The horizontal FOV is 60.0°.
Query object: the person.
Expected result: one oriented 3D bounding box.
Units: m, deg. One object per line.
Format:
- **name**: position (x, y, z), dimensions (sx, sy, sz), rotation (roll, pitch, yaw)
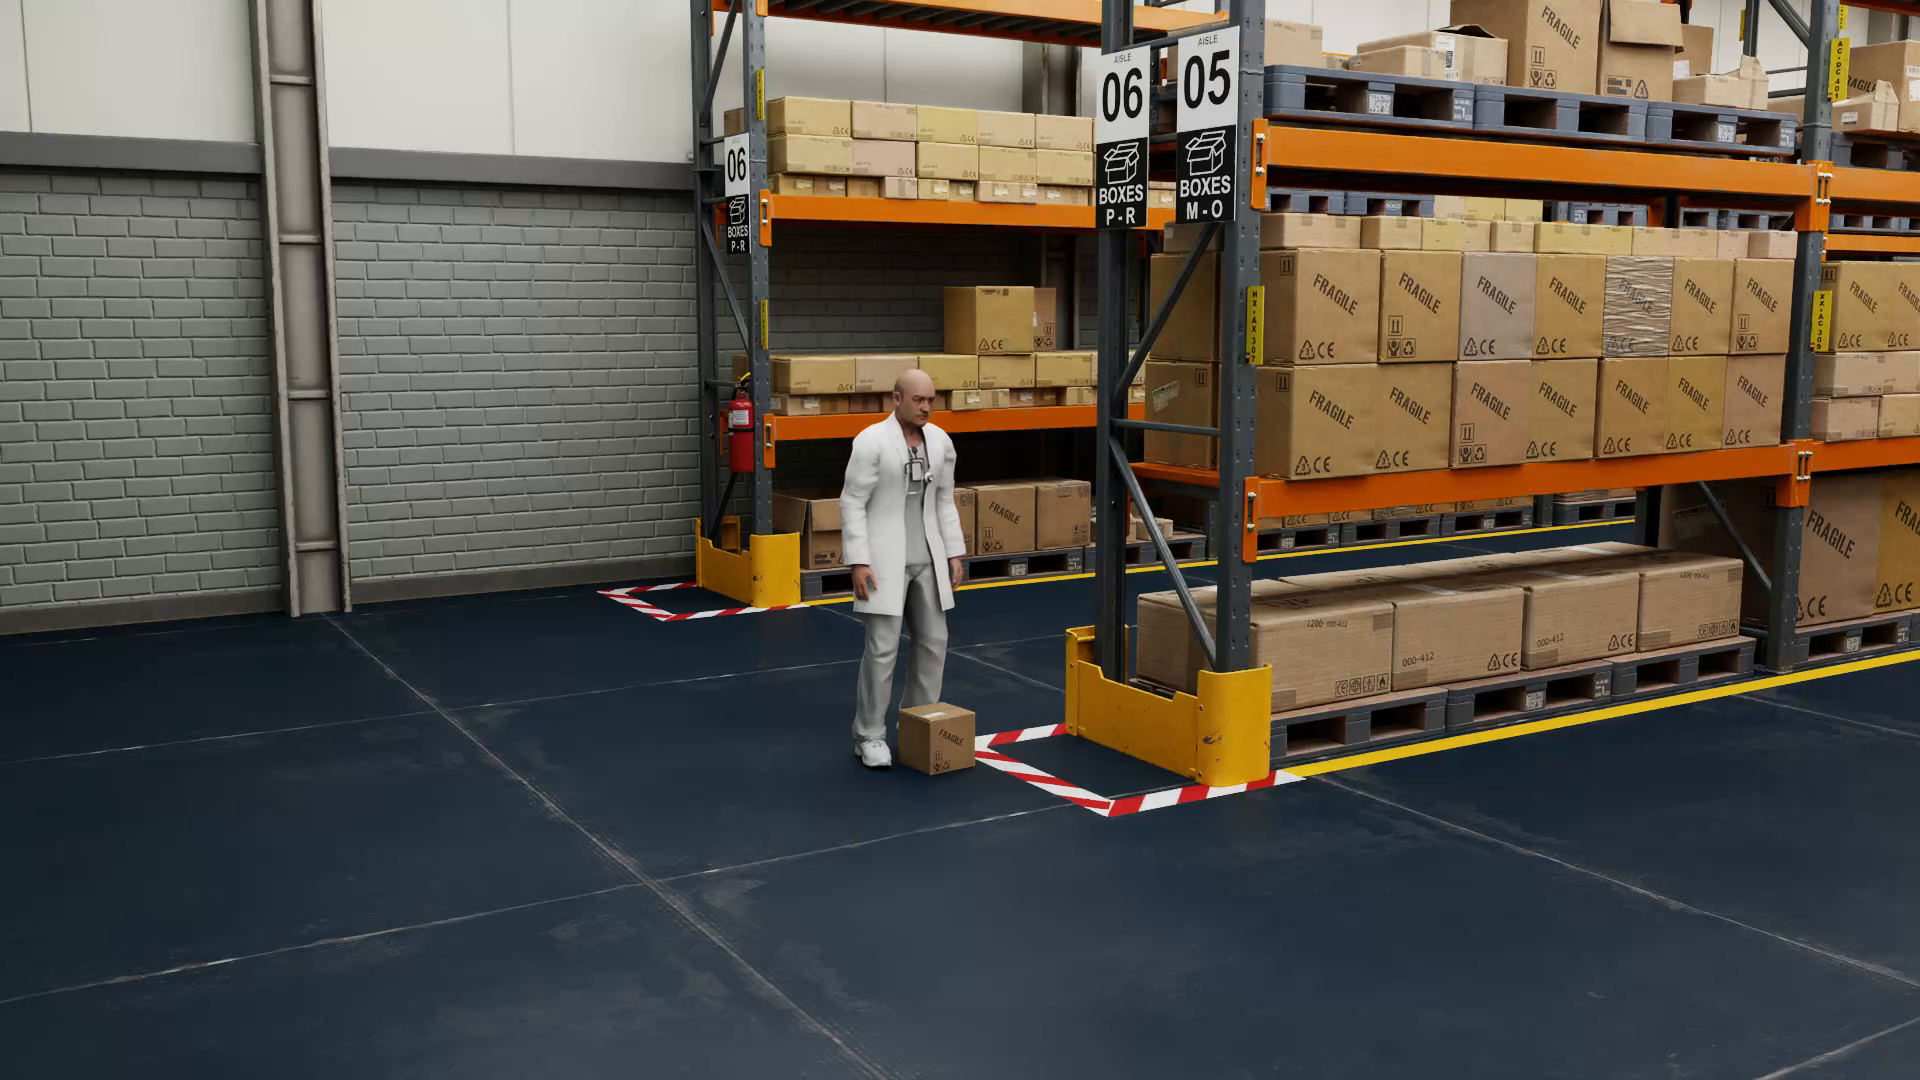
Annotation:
- **person**: position (-0.251, 0.110, 7.588), dimensions (0.643, 1.774, 0.419), rotation (-6, 10, -35)
